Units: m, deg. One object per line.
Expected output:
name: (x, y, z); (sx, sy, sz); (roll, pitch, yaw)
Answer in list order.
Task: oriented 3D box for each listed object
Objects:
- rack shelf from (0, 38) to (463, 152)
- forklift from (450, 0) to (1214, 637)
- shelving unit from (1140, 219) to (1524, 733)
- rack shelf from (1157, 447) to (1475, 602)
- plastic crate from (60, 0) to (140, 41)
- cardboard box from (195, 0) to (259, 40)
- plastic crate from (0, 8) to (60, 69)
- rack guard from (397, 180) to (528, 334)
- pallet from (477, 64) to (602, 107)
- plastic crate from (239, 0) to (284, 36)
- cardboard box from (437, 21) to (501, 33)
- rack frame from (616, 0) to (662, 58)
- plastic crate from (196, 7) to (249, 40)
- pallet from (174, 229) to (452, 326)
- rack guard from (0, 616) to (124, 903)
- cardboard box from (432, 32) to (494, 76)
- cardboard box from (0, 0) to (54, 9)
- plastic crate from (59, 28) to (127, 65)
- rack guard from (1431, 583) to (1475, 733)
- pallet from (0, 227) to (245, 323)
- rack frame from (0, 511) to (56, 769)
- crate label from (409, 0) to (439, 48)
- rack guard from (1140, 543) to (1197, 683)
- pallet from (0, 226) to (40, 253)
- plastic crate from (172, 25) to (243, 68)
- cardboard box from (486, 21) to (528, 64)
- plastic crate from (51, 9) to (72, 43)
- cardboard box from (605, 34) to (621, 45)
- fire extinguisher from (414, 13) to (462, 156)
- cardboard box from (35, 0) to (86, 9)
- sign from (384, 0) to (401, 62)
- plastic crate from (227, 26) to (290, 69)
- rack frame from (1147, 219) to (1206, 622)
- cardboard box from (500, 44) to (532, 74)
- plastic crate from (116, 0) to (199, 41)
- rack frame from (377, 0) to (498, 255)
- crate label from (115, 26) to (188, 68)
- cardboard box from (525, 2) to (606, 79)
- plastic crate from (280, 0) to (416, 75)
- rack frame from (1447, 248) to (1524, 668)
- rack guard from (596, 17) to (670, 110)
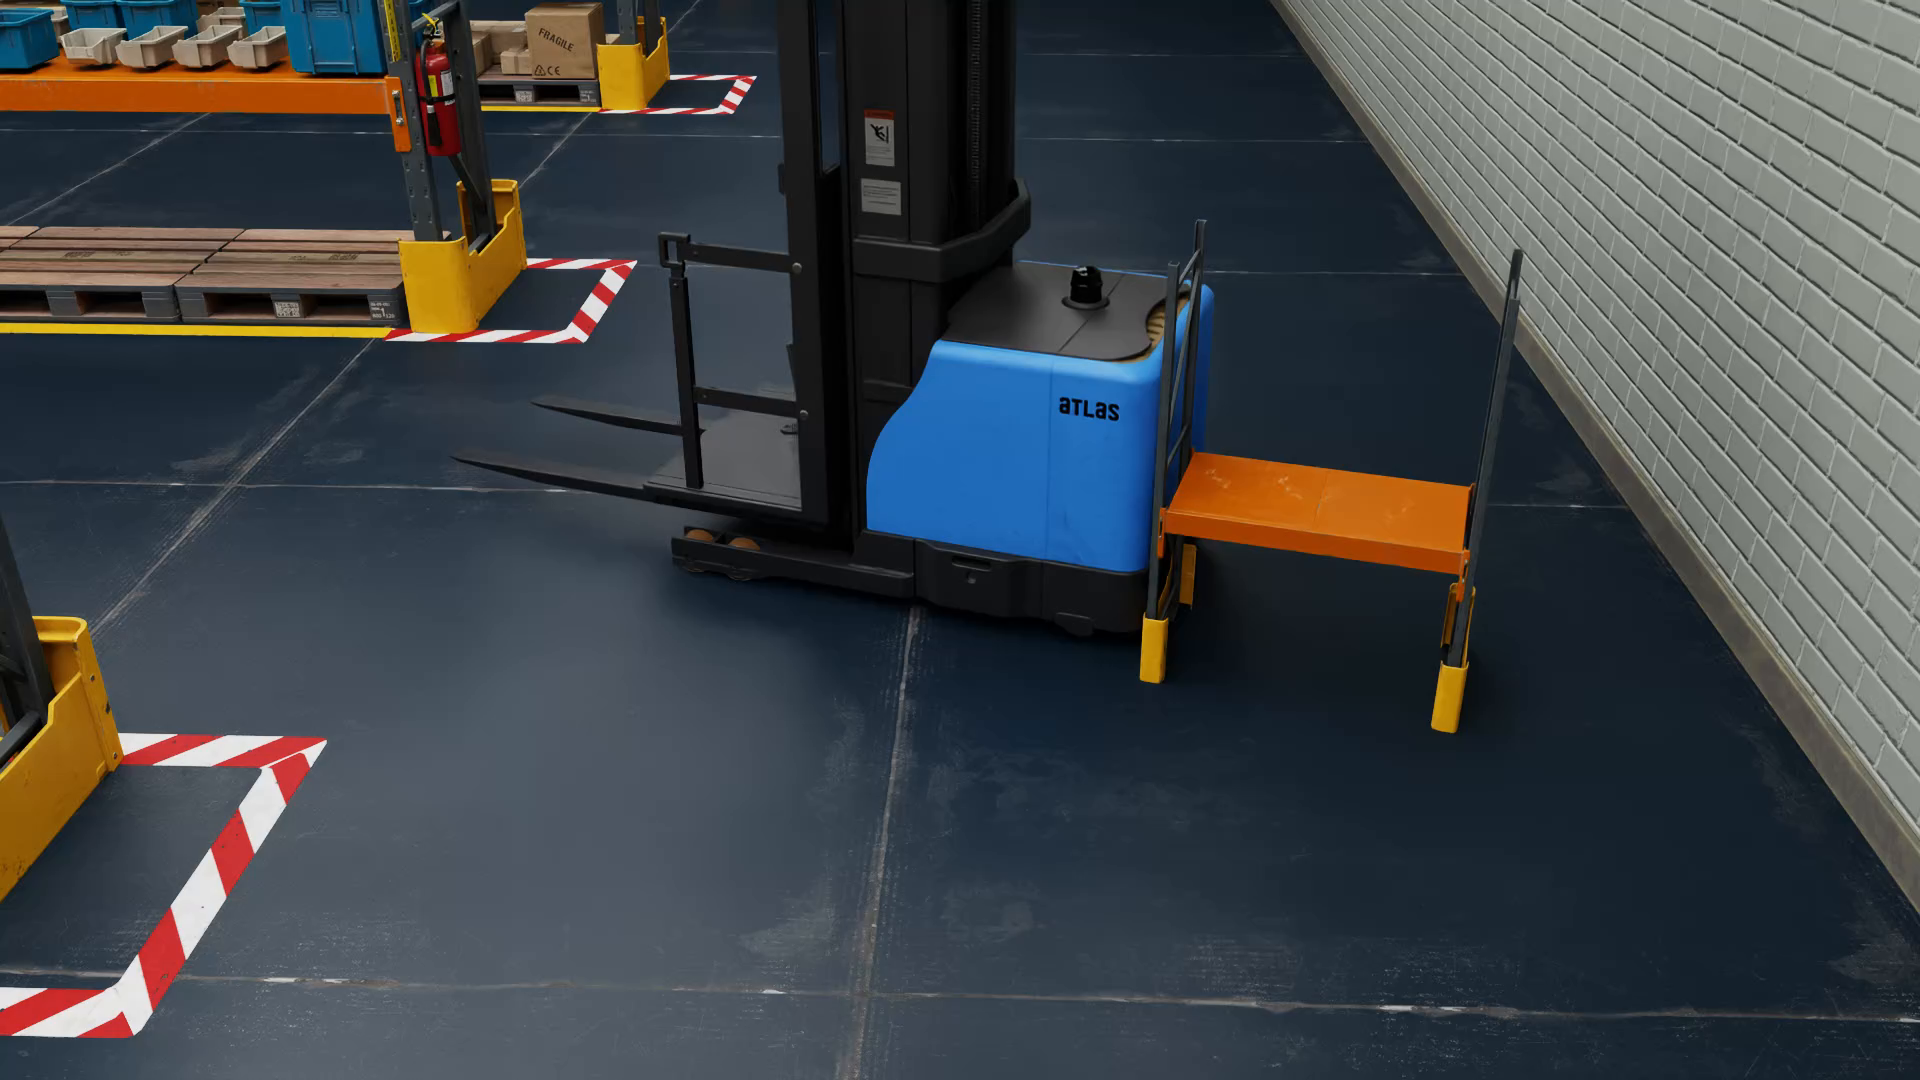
rack shelf: (-4.758, -2.402, 8.847); (4.000, 0.370, 1.077); (1, 28, 2)
forklift: (-0.596, -1.356, 6.178); (3.031, 2.935, 1.130); (10, 29, 17)
shelving unit: (1.228, -0.225, 5.573); (1.083, 1.500, 0.587); (9, 29, 16)
rack shelf: (1.219, -0.067, 5.660); (1.000, 0.185, 0.538); (9, 29, 16)
plastic crate: (-4.610, -2.824, 8.990); (0.300, 0.233, 0.416); (1, 28, 2)
cardboard box: (-5.999, -4.285, 13.830); (0.500, 0.500, 0.500); (1, 28, 2)
plastic crate: (-4.821, -2.553, 8.479); (0.300, 0.233, 0.416); (1, 28, 2)
rack guard: (-2.735, -1.588, 9.212); (0.348, 0.500, 1.175); (1, 28, 2)
pallet: (-3.454, -3.787, 13.669); (1.213, 0.211, 1.003); (1, 28, 2)
plastic crate: (-3.652, -2.809, 8.960); (0.300, 0.233, 0.416); (1, 28, 2)
cardboard box: (-4.114, -4.143, 13.829); (0.500, 0.250, 0.500); (1, 28, 2)
rack frame: (-2.581, -5.006, 12.990); (0.127, 3.000, 1.000); (1, 28, 2)
plastic crate: (-3.990, -2.810, 9.067); (0.298, 0.136, 0.250); (1, 28, 2)
pallet: (-3.582, -1.487, 9.329); (1.213, 0.211, 1.003); (1, 28, 2)
rack guard: (-2.910, 0.736, 4.828); (0.348, 0.500, 1.175); (1, 28, 2)
cardboard box: (-4.081, -3.908, 13.386); (0.500, 0.250, 0.500); (1, 28, 2)
cardboard box: (-7.575, -4.048, 13.382); (0.500, 0.500, 0.500); (1, 28, 2)
plastic crate: (-4.446, -2.527, 8.531); (0.250, 0.136, 0.298); (1, 28, 2)
rack guard: (1.702, 0.398, 5.732); (0.087, 0.250, 0.587); (9, 29, 16)
pallet: (-4.798, -1.508, 9.370); (1.213, 0.211, 1.003); (1, 28, 2)
rack frame: (-2.934, -0.369, 4.243); (0.127, 3.000, 1.000); (1, 28, 2)
crate label: (-2.994, -2.798, 8.940); (0.303, 0.233, 0.416); (1, 28, 2)
rack guard: (0.754, 0.256, 6.000); (0.087, 0.250, 0.587); (9, 29, 16)
pallet: (-6.021, -1.527, 9.405); (1.213, 0.211, 1.003); (1, 28, 2)
plastic crate: (-3.870, -2.537, 8.551); (0.243, 0.136, 0.396); (1, 28, 2)
cardboard box: (-3.614, -4.135, 13.814); (0.500, 0.250, 0.500); (1, 28, 2)
plastic crate: (-5.006, -2.775, 9.000); (0.466, 0.136, 0.293); (1, 28, 2)
cardboard box: (-2.987, -4.108, 13.871); (0.250, 0.149, 0.380); (1, 28, 2)
fire extinguisher: (-2.625, -2.273, 8.316); (0.183, 0.674, 0.296); (1, 28, 2)
cardboard box: (-7.082, -4.036, 13.359); (0.500, 0.500, 0.500); (1, 28, 2)
sign: (-2.763, -2.501, 8.092); (0.005, 0.325, 0.100); (1, 28, 2)
plastic crate: (-3.581, -2.526, 8.529); (0.243, 0.136, 0.396); (1, 28, 2)
rack frame: (0.735, -0.299, 5.713); (0.032, 1.500, 0.500); (9, 29, 16)
cardboard box: (-3.534, -3.891, 13.442); (0.250, 0.166, 0.380); (1, 28, 2)
plastic crate: (-4.310, -2.820, 8.981); (0.300, 0.233, 0.416); (1, 28, 2)
rack frame: (-2.759, -2.687, 8.616); (0.127, 3.000, 1.000); (1, 28, 2)
crate label: (-4.149, -2.530, 8.538); (0.243, 0.136, 0.396); (1, 28, 2)
cardboard box: (-3.133, -3.989, 13.272); (0.500, 0.500, 0.500); (1, 28, 2)
plastic crate: (-3.101, -2.647, 8.439); (0.499, 0.435, 0.616); (1, 28, 2)
rack frame: (1.704, -0.154, 5.439); (0.032, 1.500, 0.500); (9, 29, 16)
rack guard: (-2.657, -3.902, 13.578); (0.348, 0.500, 1.175); (1, 28, 2)
